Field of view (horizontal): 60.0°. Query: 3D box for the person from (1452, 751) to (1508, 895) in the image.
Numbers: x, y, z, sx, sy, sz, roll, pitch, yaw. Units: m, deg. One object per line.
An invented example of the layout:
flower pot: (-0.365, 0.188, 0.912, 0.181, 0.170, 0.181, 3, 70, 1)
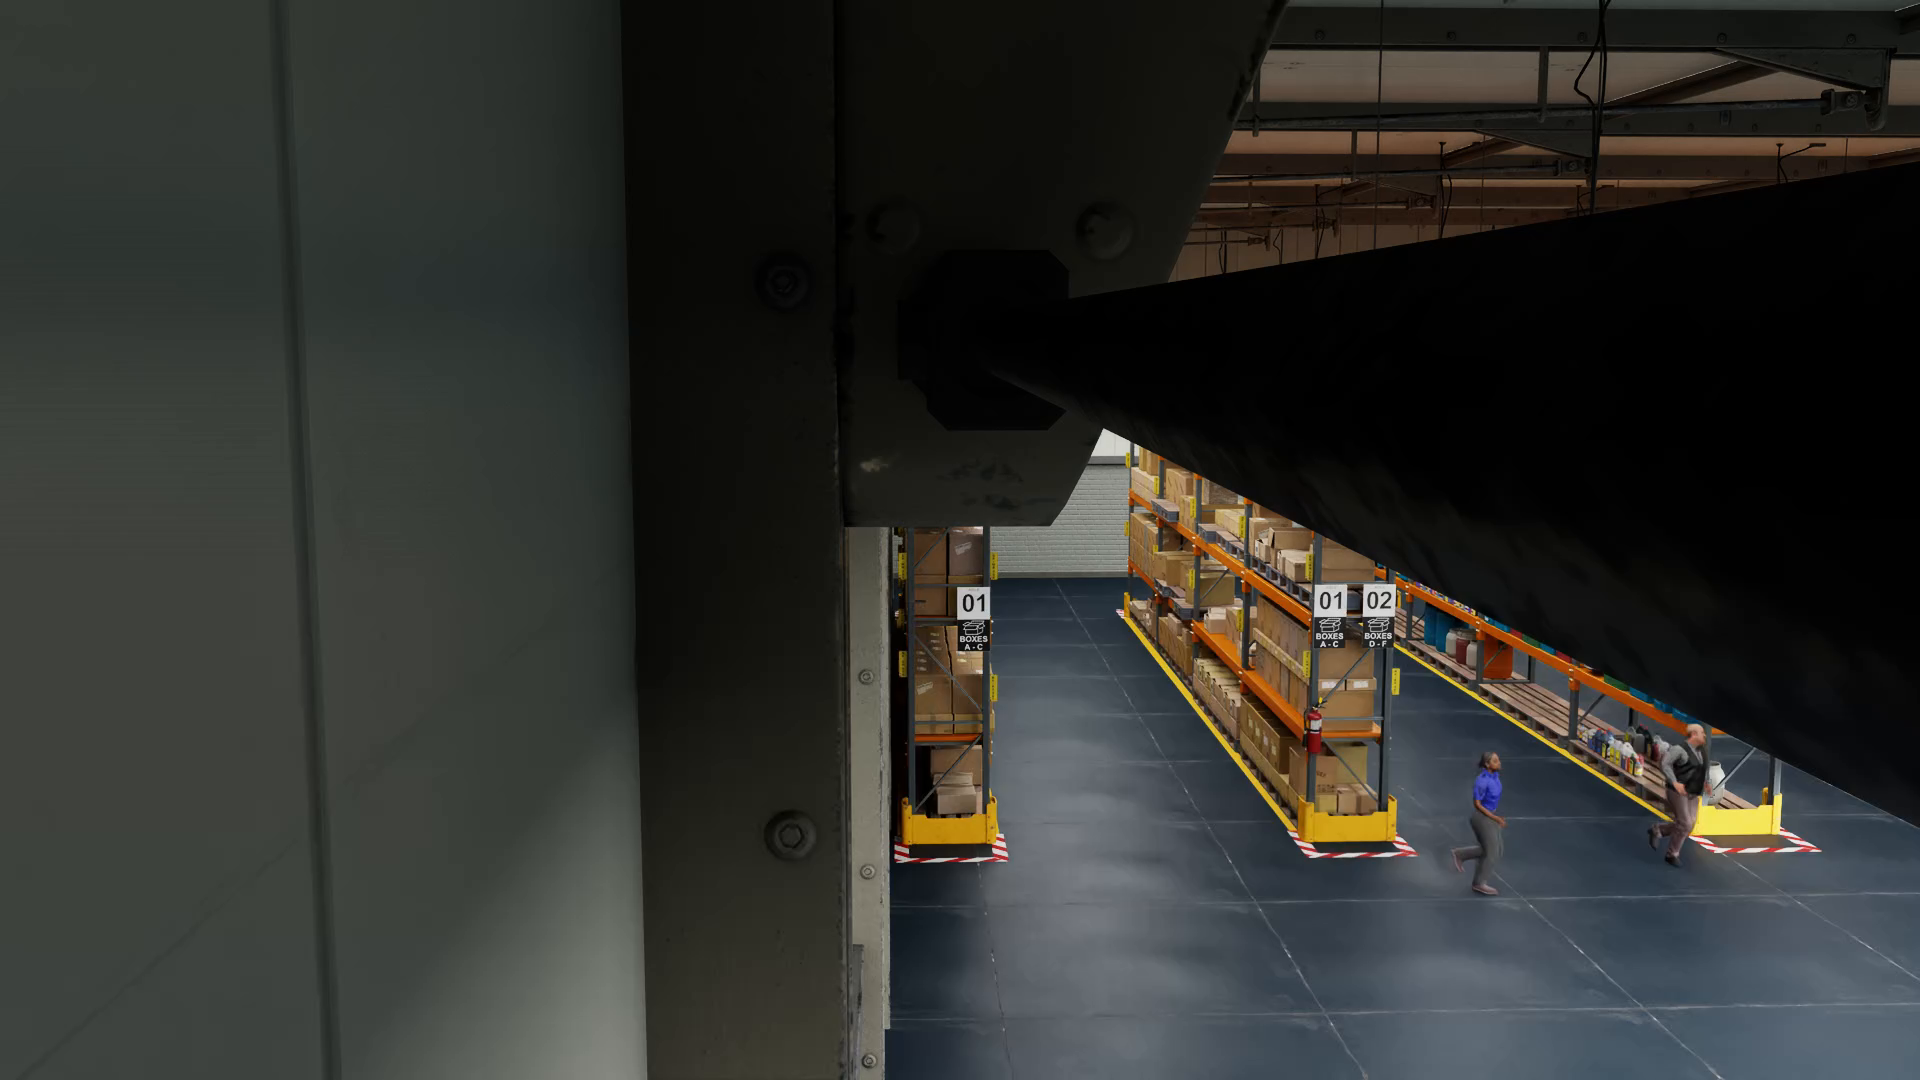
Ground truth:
person: (5.867, 3.153, 18.704, 0.646, 1.631, 0.599, 5, 9, 32)

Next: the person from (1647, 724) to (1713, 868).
person: (8.613, 2.999, 19.872, 0.733, 1.653, 0.630, -4, 9, -31)
